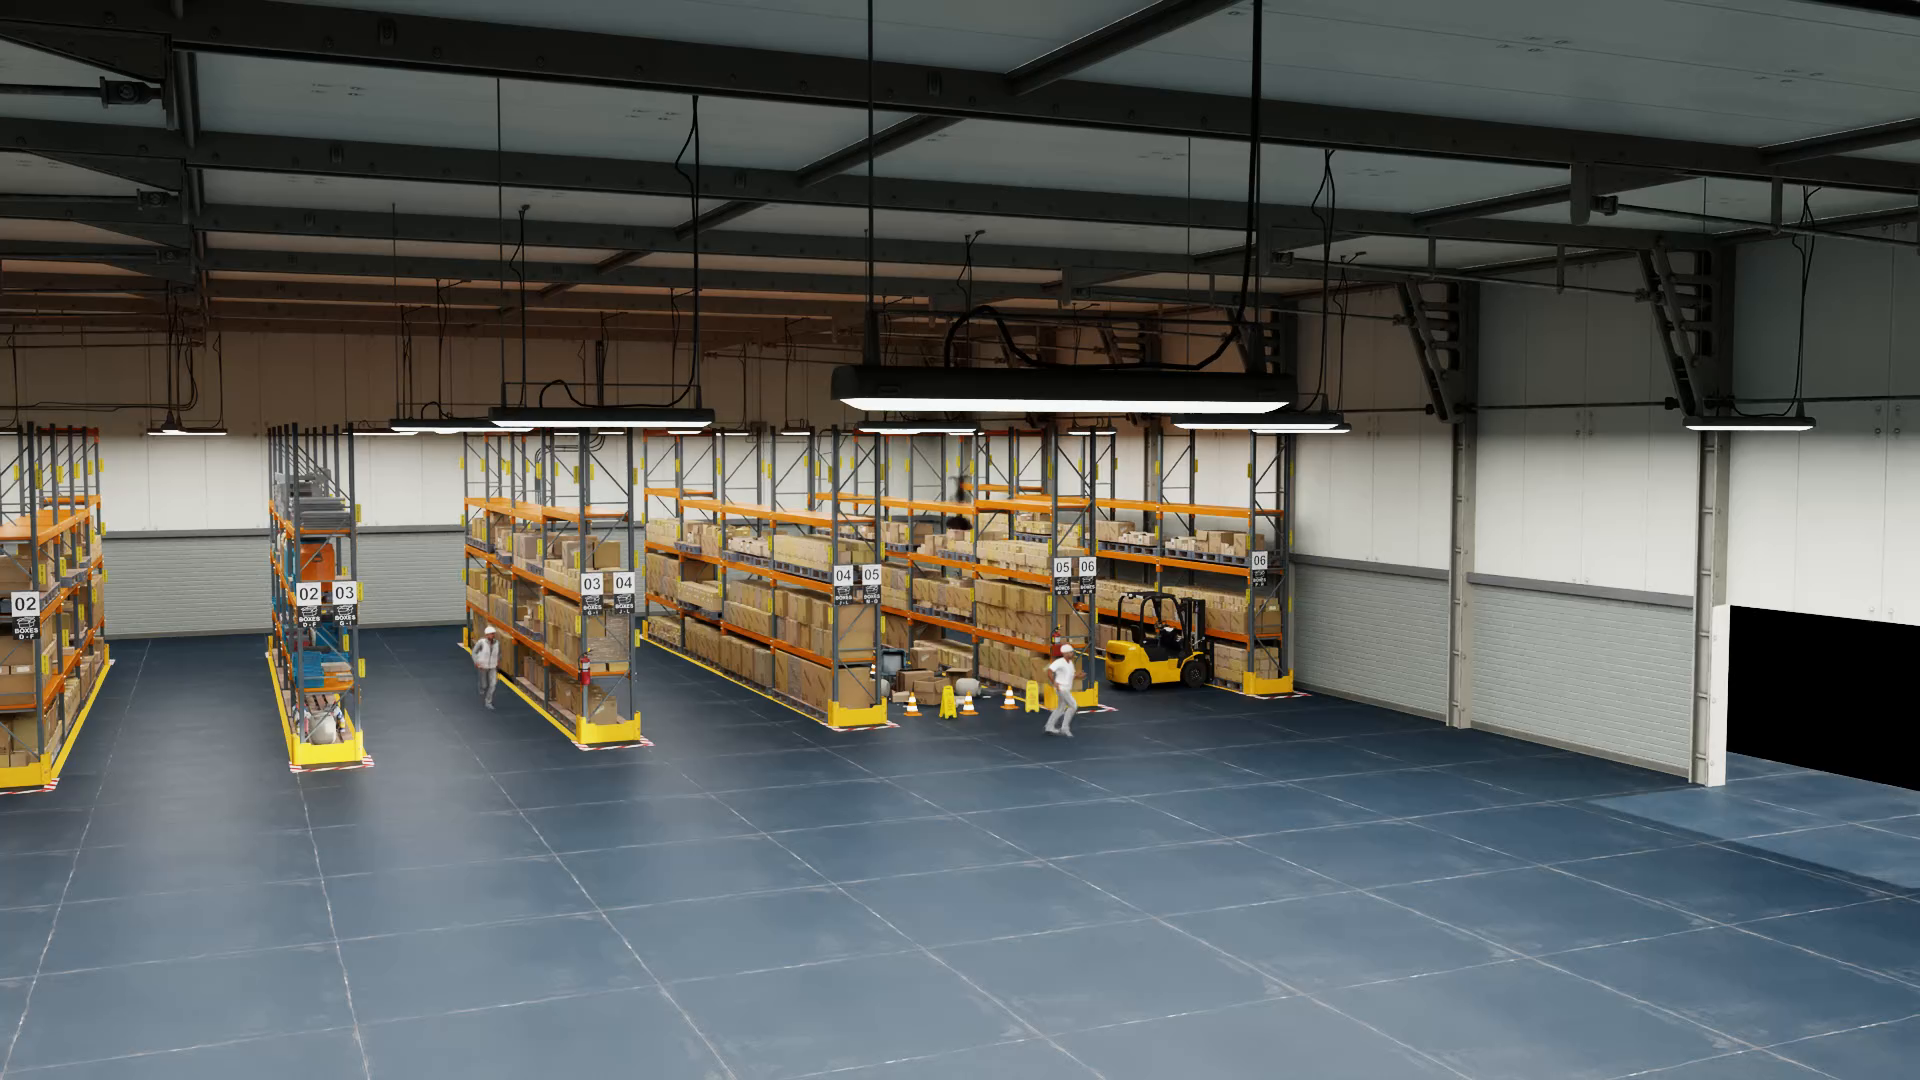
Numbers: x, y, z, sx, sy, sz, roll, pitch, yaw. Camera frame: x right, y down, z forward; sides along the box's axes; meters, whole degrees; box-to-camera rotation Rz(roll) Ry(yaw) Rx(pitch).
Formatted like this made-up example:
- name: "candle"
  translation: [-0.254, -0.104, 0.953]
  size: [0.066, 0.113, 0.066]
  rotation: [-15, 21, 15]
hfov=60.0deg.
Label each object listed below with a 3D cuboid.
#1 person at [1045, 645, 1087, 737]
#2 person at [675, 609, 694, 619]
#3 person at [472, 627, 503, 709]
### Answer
- name: "person"
  translation: [2.008, 2.908, 31.942]
  size: [0.794, 1.803, 0.696]
  rotation: [1, 4, 20]
- name: "person"
  translation: [-8.252, 1.787, 49.981]
  size: [0.683, 1.757, 0.722]
  rotation: [3, 5, 41]
- name: "person"
  translation: [-10.099, 2.711, 35.533]
  size: [0.671, 1.755, 0.821]
  rotation: [-2, 4, -31]
